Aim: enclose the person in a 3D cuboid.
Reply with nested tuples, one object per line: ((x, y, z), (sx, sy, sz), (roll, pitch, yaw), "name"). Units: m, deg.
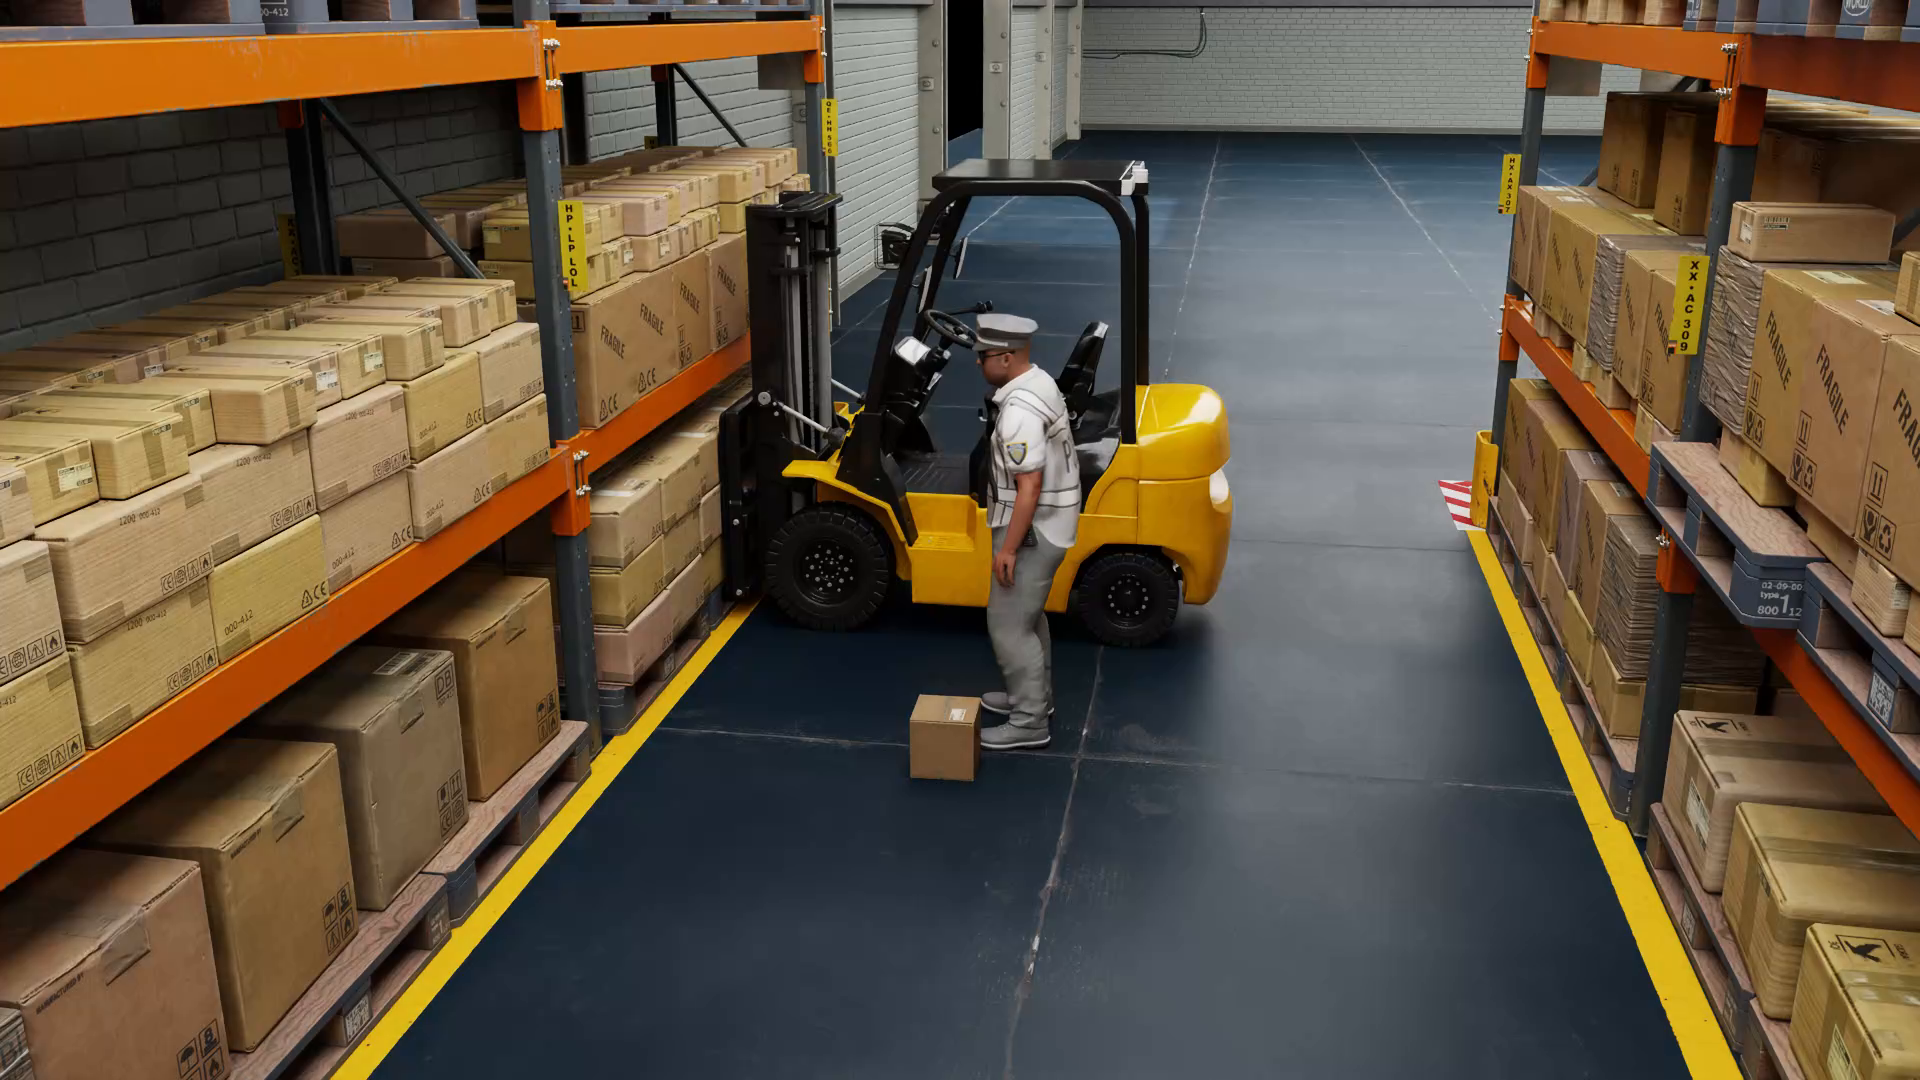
((0.264, -0.033, 6.642), (0.433, 1.748, 0.595), (2, 18, 7), "person")
